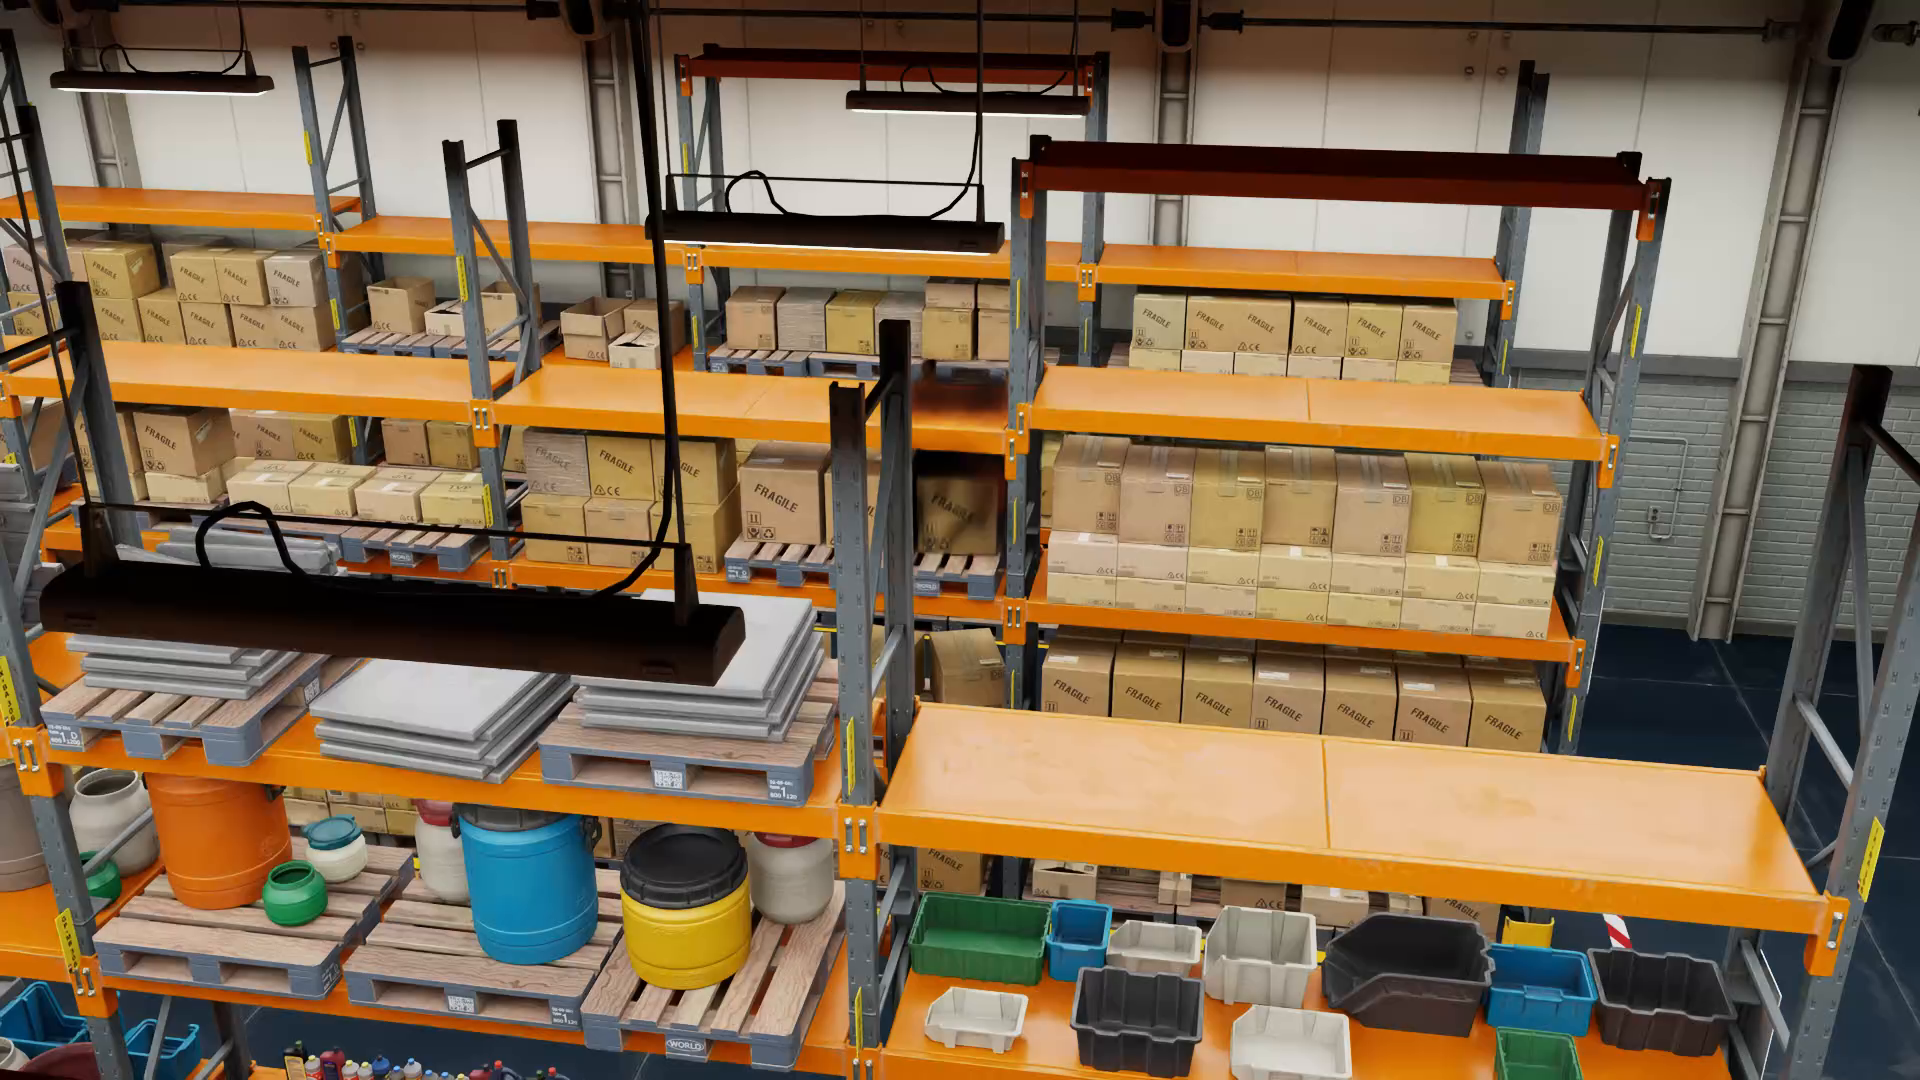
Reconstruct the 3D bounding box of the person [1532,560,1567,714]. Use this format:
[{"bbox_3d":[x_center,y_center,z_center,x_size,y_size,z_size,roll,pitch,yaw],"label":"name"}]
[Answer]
[{"bbox_3d":[5.484,0.964,15.918,1.026,1.673,0.555,0,23,1],"label":"person"}]
